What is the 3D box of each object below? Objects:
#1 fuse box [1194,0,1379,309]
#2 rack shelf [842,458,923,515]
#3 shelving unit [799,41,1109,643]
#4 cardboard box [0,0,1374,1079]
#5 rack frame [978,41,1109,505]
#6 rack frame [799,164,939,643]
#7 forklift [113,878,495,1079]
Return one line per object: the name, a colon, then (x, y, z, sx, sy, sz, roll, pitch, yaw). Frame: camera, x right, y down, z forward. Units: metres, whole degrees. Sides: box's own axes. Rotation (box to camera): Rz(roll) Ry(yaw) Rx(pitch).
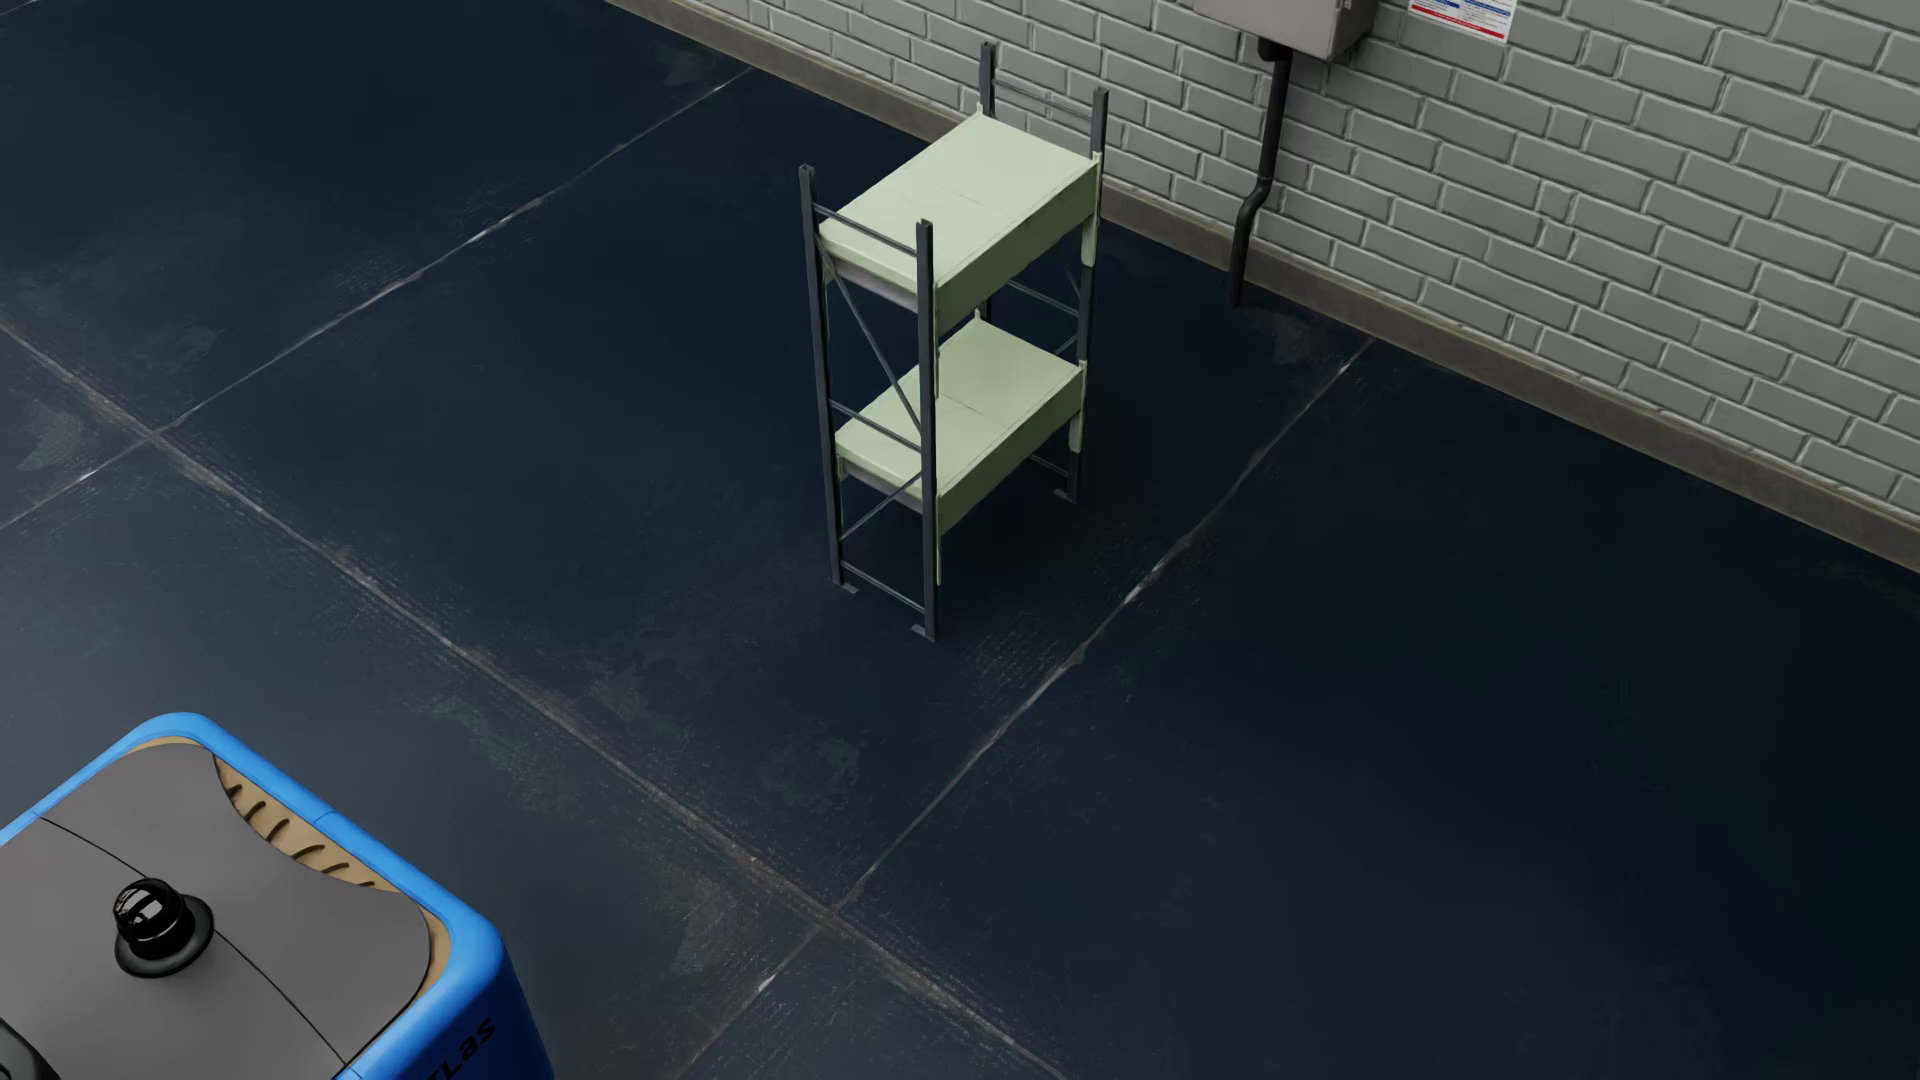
fuse box: (0.998, -1.426, 5.429, 0.539, 1.711, 0.414, 29, 53, 25)
rack shelf: (-0.004, -0.338, 4.888, 0.332, 0.071, 0.664, 29, 53, 25)
shelving unit: (-0.004, -0.514, 4.704, 0.400, 1.500, 0.755, 29, 53, 25)
cardboard box: (-4.927, 1.261, 2.974, 6.103, 1.550, 13.522, 28, 53, 24)
rack frame: (0.220, -0.724, 4.904, 0.400, 1.500, 0.023, 29, 53, 25)
rack frame: (-0.228, -0.305, 4.504, 0.400, 1.500, 0.023, 29, 53, 25)
forklift: (-2.125, 1.188, 2.149, 1.107, 2.843, 2.937, 27, 52, 23)
